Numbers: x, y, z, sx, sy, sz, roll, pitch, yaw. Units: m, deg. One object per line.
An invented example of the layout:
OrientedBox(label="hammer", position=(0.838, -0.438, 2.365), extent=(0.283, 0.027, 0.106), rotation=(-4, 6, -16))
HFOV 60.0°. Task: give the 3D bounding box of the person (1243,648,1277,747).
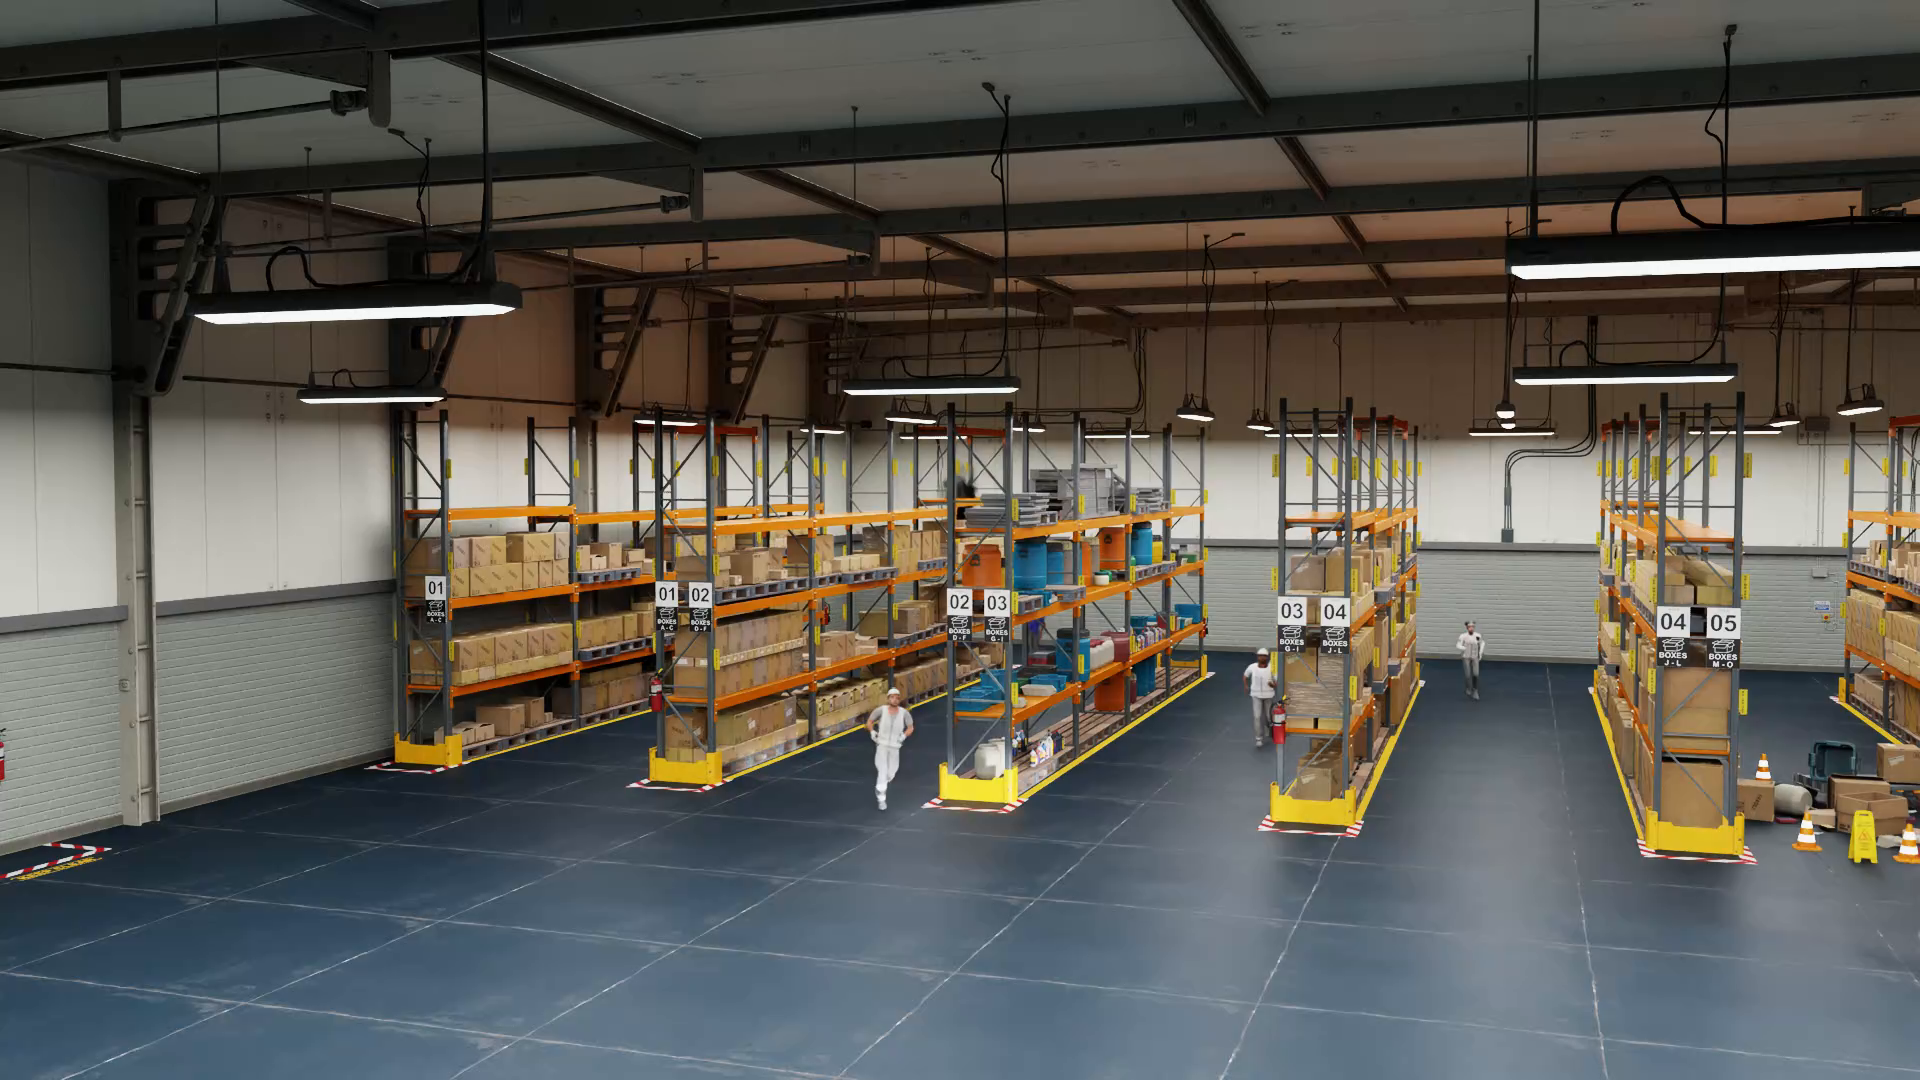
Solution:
OrientedBox(label="person", position=(5.470, 2.830, 30.084), extent=(0.712, 1.747, 0.932), rotation=(1, 3, 13))

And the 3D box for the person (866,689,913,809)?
OrientedBox(label="person", position=(-1.040, 3.080, 24.802), extent=(0.704, 1.747, 0.744), rotation=(0, 2, -8))

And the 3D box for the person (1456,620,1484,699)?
OrientedBox(label="person", position=(11.153, 2.615, 36.340), extent=(0.597, 1.735, 0.712), rotation=(1, 3, 14))

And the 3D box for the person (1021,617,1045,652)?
OrientedBox(label="person", position=(1.689, 2.250, 38.819), extent=(0.569, 1.617, 0.551), rotation=(1, 3, 13))
